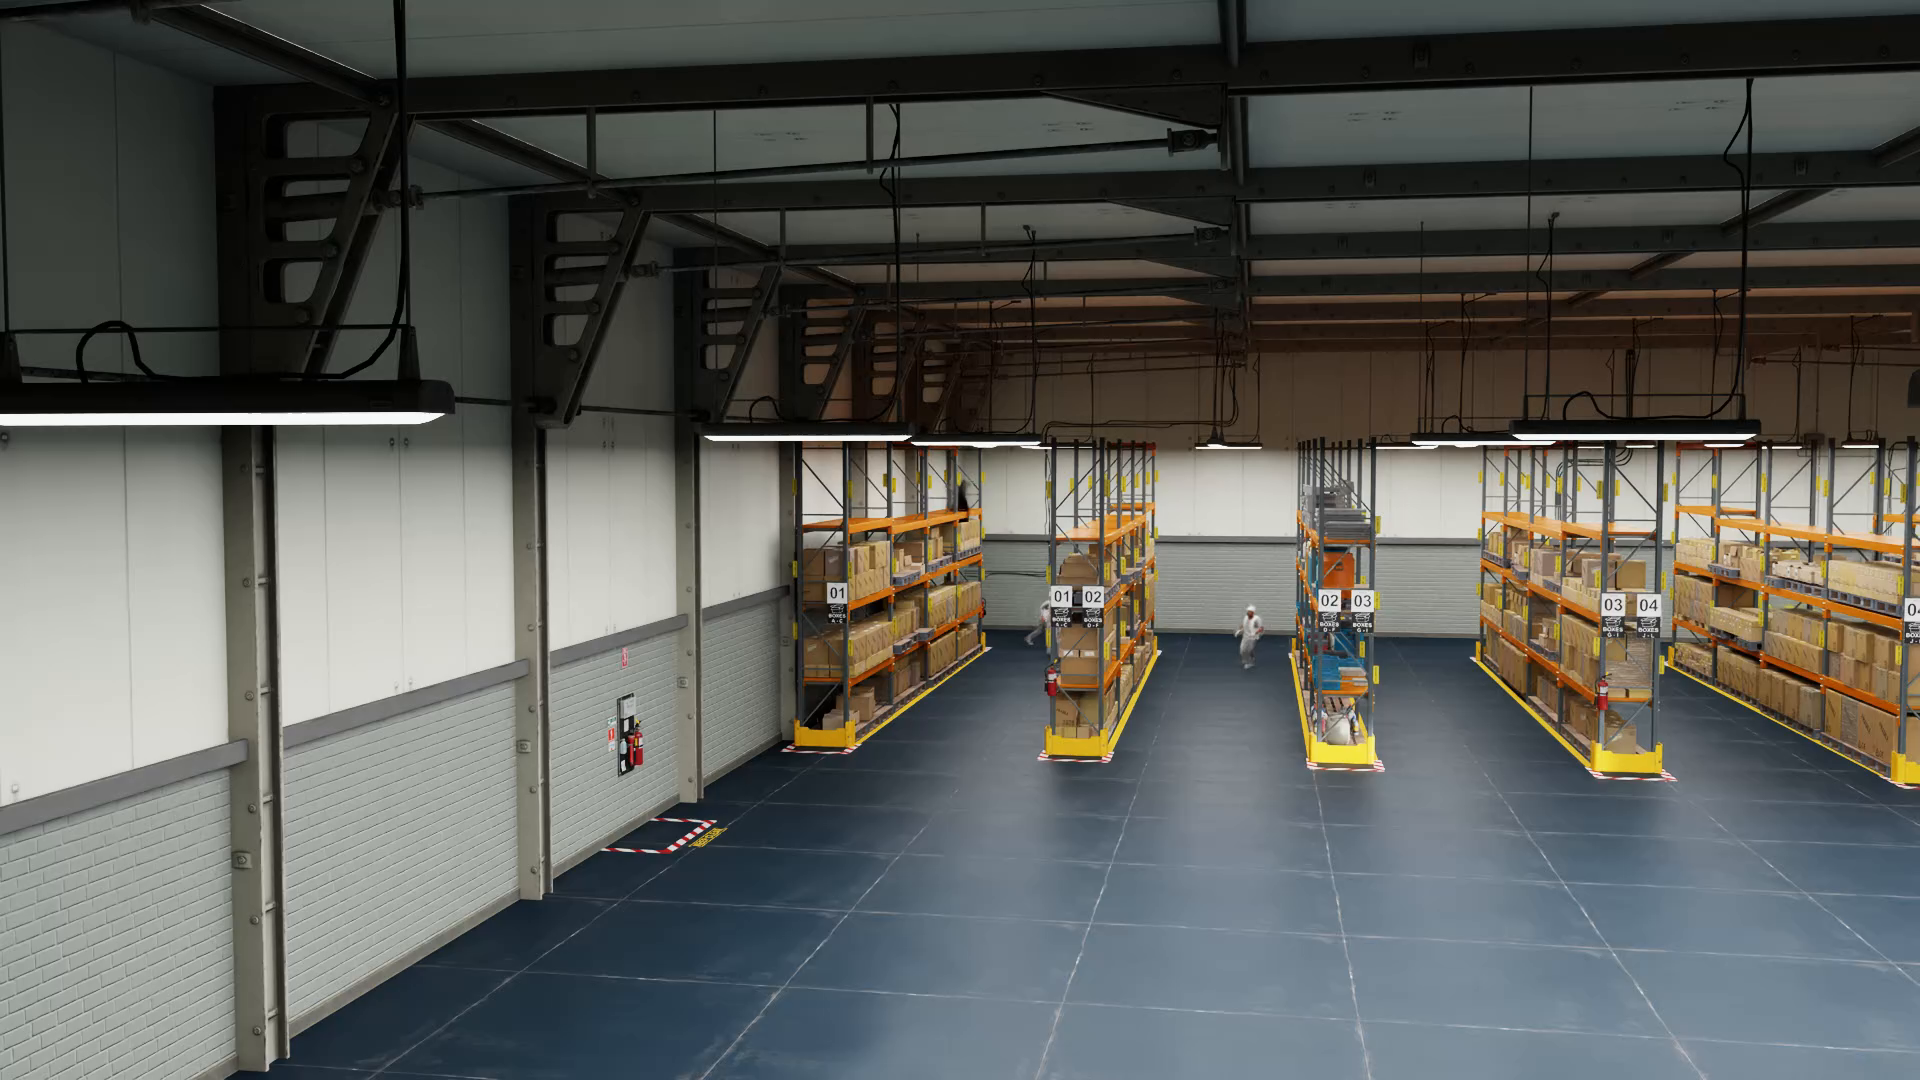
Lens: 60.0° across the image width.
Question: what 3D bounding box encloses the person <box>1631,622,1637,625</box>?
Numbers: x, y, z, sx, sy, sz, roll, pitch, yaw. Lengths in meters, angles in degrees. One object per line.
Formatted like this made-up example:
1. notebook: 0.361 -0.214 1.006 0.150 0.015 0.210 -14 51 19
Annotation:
1. person: 17.901 2.481 44.683 0.691 1.820 0.934 2 4 32

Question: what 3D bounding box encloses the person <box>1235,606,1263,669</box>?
1. person: 7.666 2.577 43.925 0.760 1.683 0.546 2 4 36

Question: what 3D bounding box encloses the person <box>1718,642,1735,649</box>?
1. person: 20.825 2.465 45.216 0.756 1.754 0.955 -3 4 -45

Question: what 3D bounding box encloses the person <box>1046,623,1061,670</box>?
1. person: 2.520 2.654 43.221 0.574 1.569 0.950 1 3 18

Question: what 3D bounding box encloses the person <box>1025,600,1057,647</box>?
1. person: 2.437 2.325 48.780 1.093 1.623 0.644 2 3 27
